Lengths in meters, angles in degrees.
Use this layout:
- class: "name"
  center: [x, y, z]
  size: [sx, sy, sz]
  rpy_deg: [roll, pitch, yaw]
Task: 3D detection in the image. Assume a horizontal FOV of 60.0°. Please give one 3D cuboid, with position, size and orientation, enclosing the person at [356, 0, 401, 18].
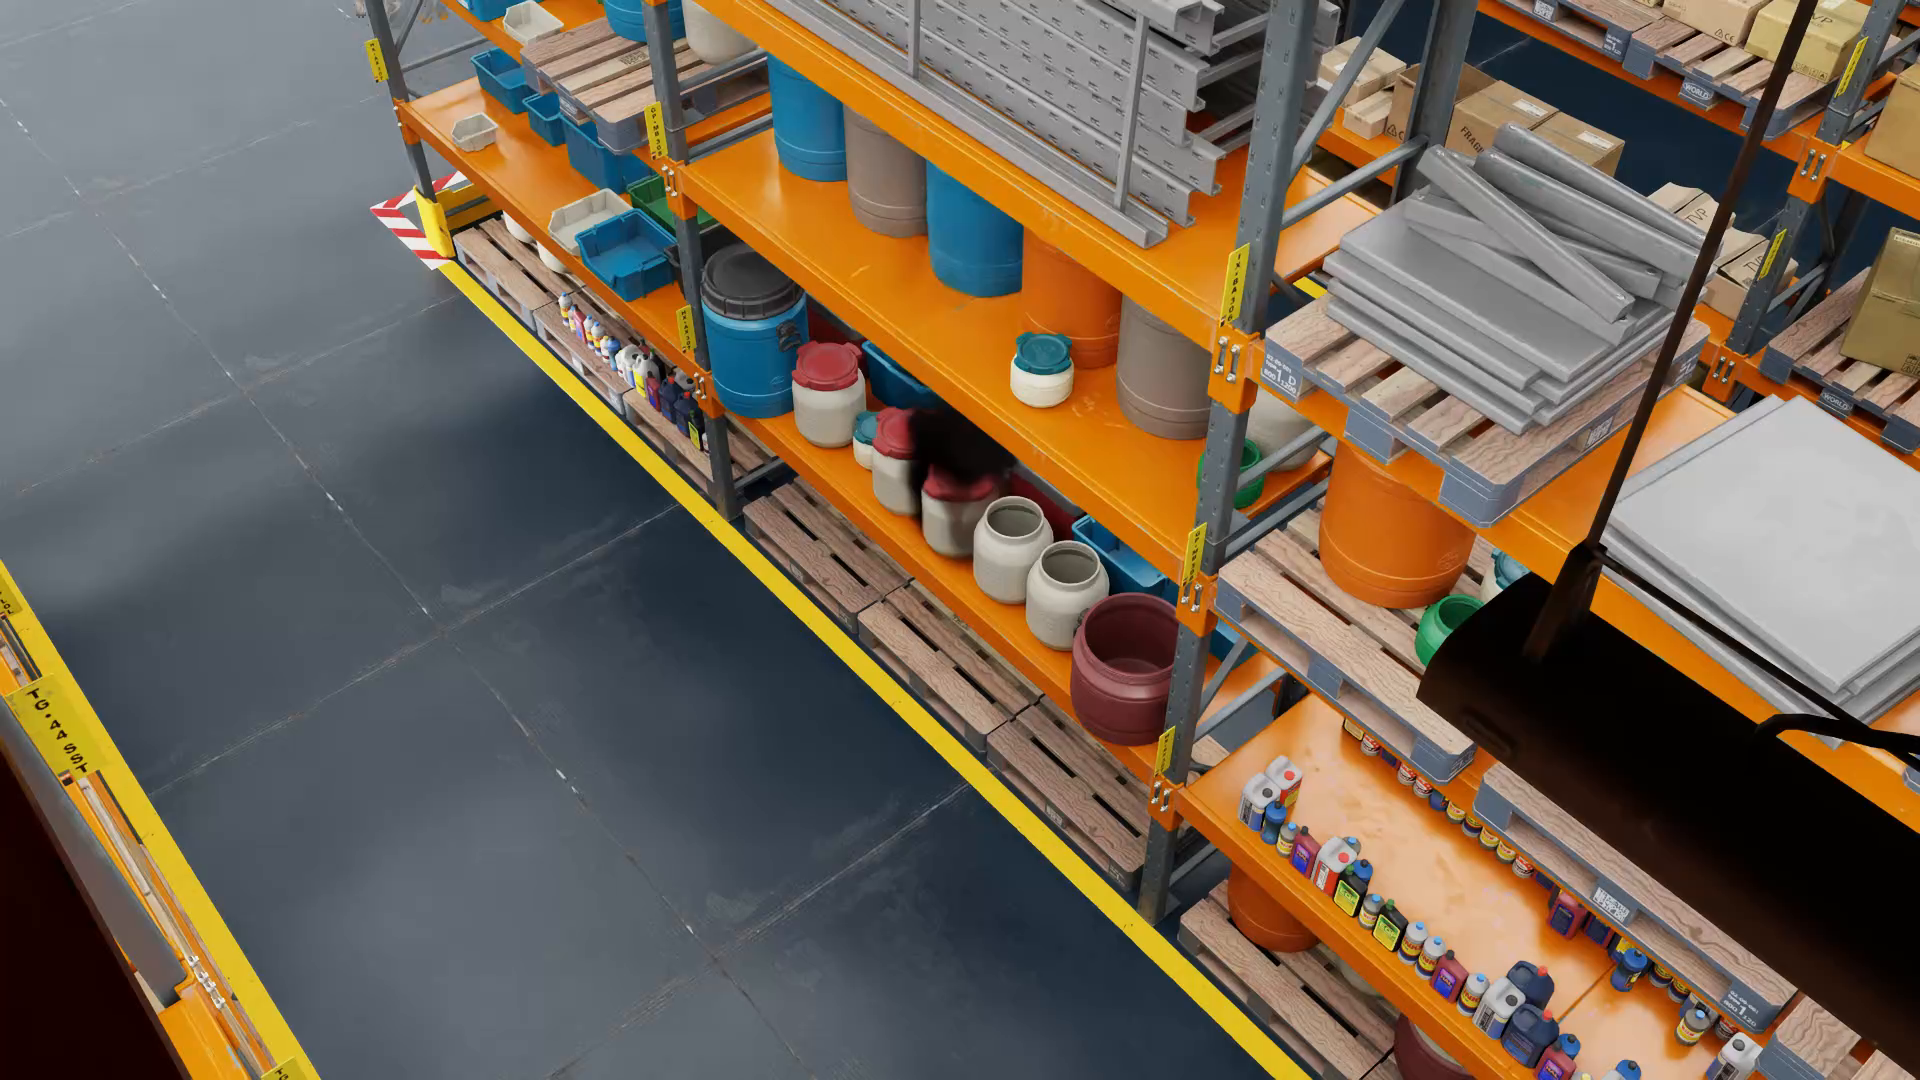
- class: "person"
  center: [-5.612, -5.452, 15.017]
  size: [0.750, 1.617, 0.638]
  rpy_deg: [-13, 48, -12]
